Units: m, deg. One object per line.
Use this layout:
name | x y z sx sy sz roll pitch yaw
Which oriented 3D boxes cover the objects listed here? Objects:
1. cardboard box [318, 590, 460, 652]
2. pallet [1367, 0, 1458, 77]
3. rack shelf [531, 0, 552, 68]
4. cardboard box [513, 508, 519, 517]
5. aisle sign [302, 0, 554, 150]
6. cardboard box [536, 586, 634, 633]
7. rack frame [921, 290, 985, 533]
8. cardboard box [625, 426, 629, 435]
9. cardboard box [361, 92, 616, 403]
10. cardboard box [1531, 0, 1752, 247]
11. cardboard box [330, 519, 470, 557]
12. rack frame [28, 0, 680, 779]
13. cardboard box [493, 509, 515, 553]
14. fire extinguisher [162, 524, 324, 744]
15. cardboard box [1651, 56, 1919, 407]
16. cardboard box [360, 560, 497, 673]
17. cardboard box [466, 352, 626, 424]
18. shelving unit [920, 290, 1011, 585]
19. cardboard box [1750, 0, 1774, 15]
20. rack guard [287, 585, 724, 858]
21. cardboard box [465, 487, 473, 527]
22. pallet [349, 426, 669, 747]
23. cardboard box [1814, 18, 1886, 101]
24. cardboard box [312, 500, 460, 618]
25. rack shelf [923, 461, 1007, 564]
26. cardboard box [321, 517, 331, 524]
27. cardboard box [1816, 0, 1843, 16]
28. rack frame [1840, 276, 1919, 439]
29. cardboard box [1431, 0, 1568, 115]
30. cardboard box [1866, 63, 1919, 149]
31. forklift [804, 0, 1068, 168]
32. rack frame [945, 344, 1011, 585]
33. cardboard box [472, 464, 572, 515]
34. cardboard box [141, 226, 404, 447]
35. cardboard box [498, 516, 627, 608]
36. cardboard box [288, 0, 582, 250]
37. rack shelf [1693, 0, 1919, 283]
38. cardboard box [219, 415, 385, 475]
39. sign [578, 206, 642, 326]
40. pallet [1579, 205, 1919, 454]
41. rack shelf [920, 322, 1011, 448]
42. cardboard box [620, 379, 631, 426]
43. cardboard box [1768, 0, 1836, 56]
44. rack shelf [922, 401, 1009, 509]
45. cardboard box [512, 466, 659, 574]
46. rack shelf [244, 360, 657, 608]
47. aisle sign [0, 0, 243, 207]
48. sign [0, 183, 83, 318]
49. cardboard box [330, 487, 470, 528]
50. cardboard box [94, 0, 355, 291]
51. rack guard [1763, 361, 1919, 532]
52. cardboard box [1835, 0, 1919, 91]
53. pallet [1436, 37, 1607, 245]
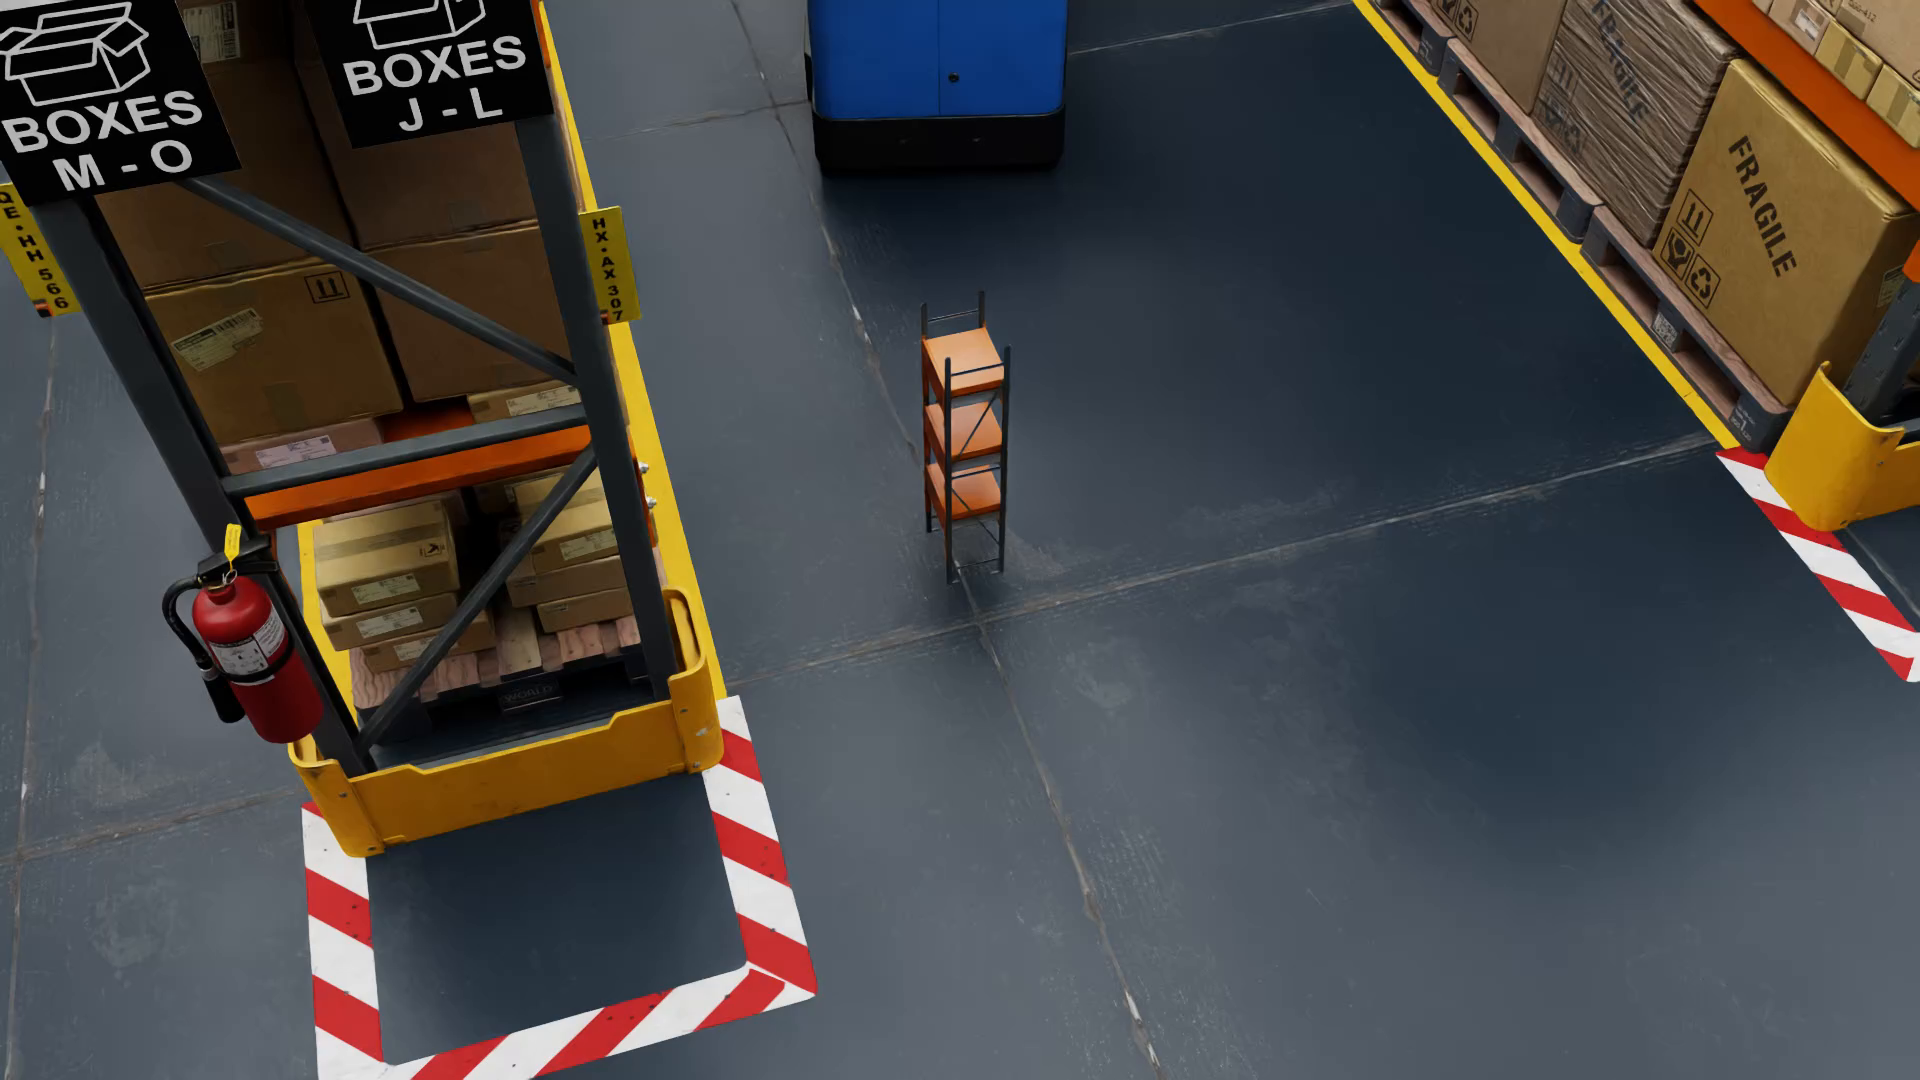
cardboard box | -1.735 0.157 5.051 0.380 0.149 0.250 -15 51 -12
pallet | 2.429 -2.706 7.894 1.003 0.211 1.213 -13 51 -11
rack shelf | -1.898 -2.405 4.324 1.077 0.370 4.000 -13 51 -11
cardboard box | -1.243 -0.175 5.331 0.380 0.149 0.250 -14 51 -11
aisle sign | -0.998 -1.062 2.983 0.394 0.787 0.004 -13 51 -11
cardboard box | -1.155 0.119 5.278 0.380 0.149 0.250 -12 51 -10
rack frame | -0.020 -0.388 5.391 0.200 1.050 0.008 -13 51 -11
cardboard box | -1.362 -0.445 5.753 0.380 0.149 0.250 -13 51 -11
cardboard box | -1.175 -0.728 4.142 0.500 0.500 0.500 -11 51 -9
cardboard box | 2.927 -1.821 6.439 0.875 0.875 0.875 -13 51 -11
cardboard box | -1.761 -0.046 5.222 0.380 0.149 0.250 -14 51 -12
rack frame | -1.306 -0.209 3.964 1.000 3.000 0.127 -13 51 -11
cardboard box | -1.311 -0.053 5.423 0.380 0.149 0.250 -13 51 -11
fire extinguisher | -1.673 0.224 3.894 0.296 0.674 0.183 -13 51 -11
cardboard box | 3.196 -1.157 5.878 0.875 0.875 0.875 -13 51 -11
cardboard box | -1.661 0.237 5.178 0.380 0.149 0.250 -13 51 -10
cardboard box | -1.089 -0.439 4.322 0.380 0.149 0.250 -14 51 -11
shelving unit | 0.016 -0.299 5.316 0.215 1.050 0.252 -13 51 -11
cardboard box | 2.817 -1.918 5.569 0.380 0.149 0.250 -13 51 -10
rack guard | -1.329 0.541 4.967 1.175 0.500 0.348 -13 51 -11
cardboard box | -1.830 -0.140 5.496 0.380 0.149 0.250 -14 51 -11
pallet | -1.535 0.033 5.584 1.003 0.211 1.213 -13 51 -11
cardboard box | 2.963 -1.551 5.260 0.380 0.149 0.250 -13 51 -11
cardboard box | -1.705 0.053 4.944 0.380 0.149 0.250 -13 51 -11
rack shelf | 0.016 -0.113 5.536 0.215 0.259 0.240 -13 51 -11
cardboard box | -1.890 -0.222 5.370 0.380 0.149 0.250 -15 52 -12
cardboard box | 2.915 -1.969 5.352 0.500 0.250 0.500 -14 51 -12
rack frame | 3.462 -1.257 4.848 1.000 3.000 0.127 -13 51 -11
cardboard box | 2.664 -2.471 6.987 0.875 0.875 0.875 -13 51 -11
cardboard box | 3.042 -1.362 5.100 0.380 0.149 0.250 -12 51 -10
forklift | -0.144 -3.625 6.889 1.130 2.935 3.031 -2 50 -2
rack frame | 0.052 -0.210 5.241 0.200 1.050 0.008 -13 51 -11
cardboard box | -1.333 -0.251 5.201 0.380 0.149 0.250 -12 51 -10
cardboard box | -1.685 -0.607 4.040 0.500 0.500 0.500 -12 51 -10
cardboard box | -1.216 0.038 5.152 0.380 0.149 0.250 -11 51 -9
cardboard box | -1.185 -1.048 3.757 0.500 0.500 0.500 -14 51 -11
rack shelf | 2.870 -2.486 6.354 1.077 0.370 4.000 -13 51 -11
cardboard box | -1.673 -0.302 4.207 0.380 0.149 0.250 -13 51 -11
sign | -0.788 -0.611 3.737 0.100 0.325 0.005 -13 51 -11
pallet | 3.150 -0.924 6.391 1.003 0.211 1.213 -13 51 -11
rack shelf | 0.016 -0.475 5.107 0.215 0.259 0.240 -13 51 -11
cardboard box | -1.285 -0.464 5.380 0.380 0.149 0.250 -13 51 -11
cardboard box | 2.890 -1.736 5.415 0.380 0.149 0.250 -13 51 -11
rack shelf | 0.016 -0.292 5.324 0.215 0.259 0.240 -13 51 -11
cardboard box | -1.137 -0.077 5.054 0.380 0.149 0.250 -15 52 -13
rack shelf | -1.898 -1.438 5.471 1.077 0.370 4.000 -13 51 -11
aisle sign | -1.571 -0.926 2.868 0.394 0.787 0.004 -13 51 -11
sign | -1.842 -0.573 3.307 0.100 0.325 0.005 -13 51 -11
cardboard box | -1.724 -0.143 5.110 0.380 0.149 0.250 -12 51 -10
cardboard box | -1.679 -0.938 3.665 0.500 0.500 0.500 -14 51 -12
rack guard | 3.469 -0.434 5.789 1.175 0.500 0.348 -13 51 -11
cardboard box | 3.065 -1.598 5.039 0.500 0.250 0.500 -14 51 -12
pallet | 2.793 -1.814 7.141 1.003 0.211 1.213 -13 51 -11
